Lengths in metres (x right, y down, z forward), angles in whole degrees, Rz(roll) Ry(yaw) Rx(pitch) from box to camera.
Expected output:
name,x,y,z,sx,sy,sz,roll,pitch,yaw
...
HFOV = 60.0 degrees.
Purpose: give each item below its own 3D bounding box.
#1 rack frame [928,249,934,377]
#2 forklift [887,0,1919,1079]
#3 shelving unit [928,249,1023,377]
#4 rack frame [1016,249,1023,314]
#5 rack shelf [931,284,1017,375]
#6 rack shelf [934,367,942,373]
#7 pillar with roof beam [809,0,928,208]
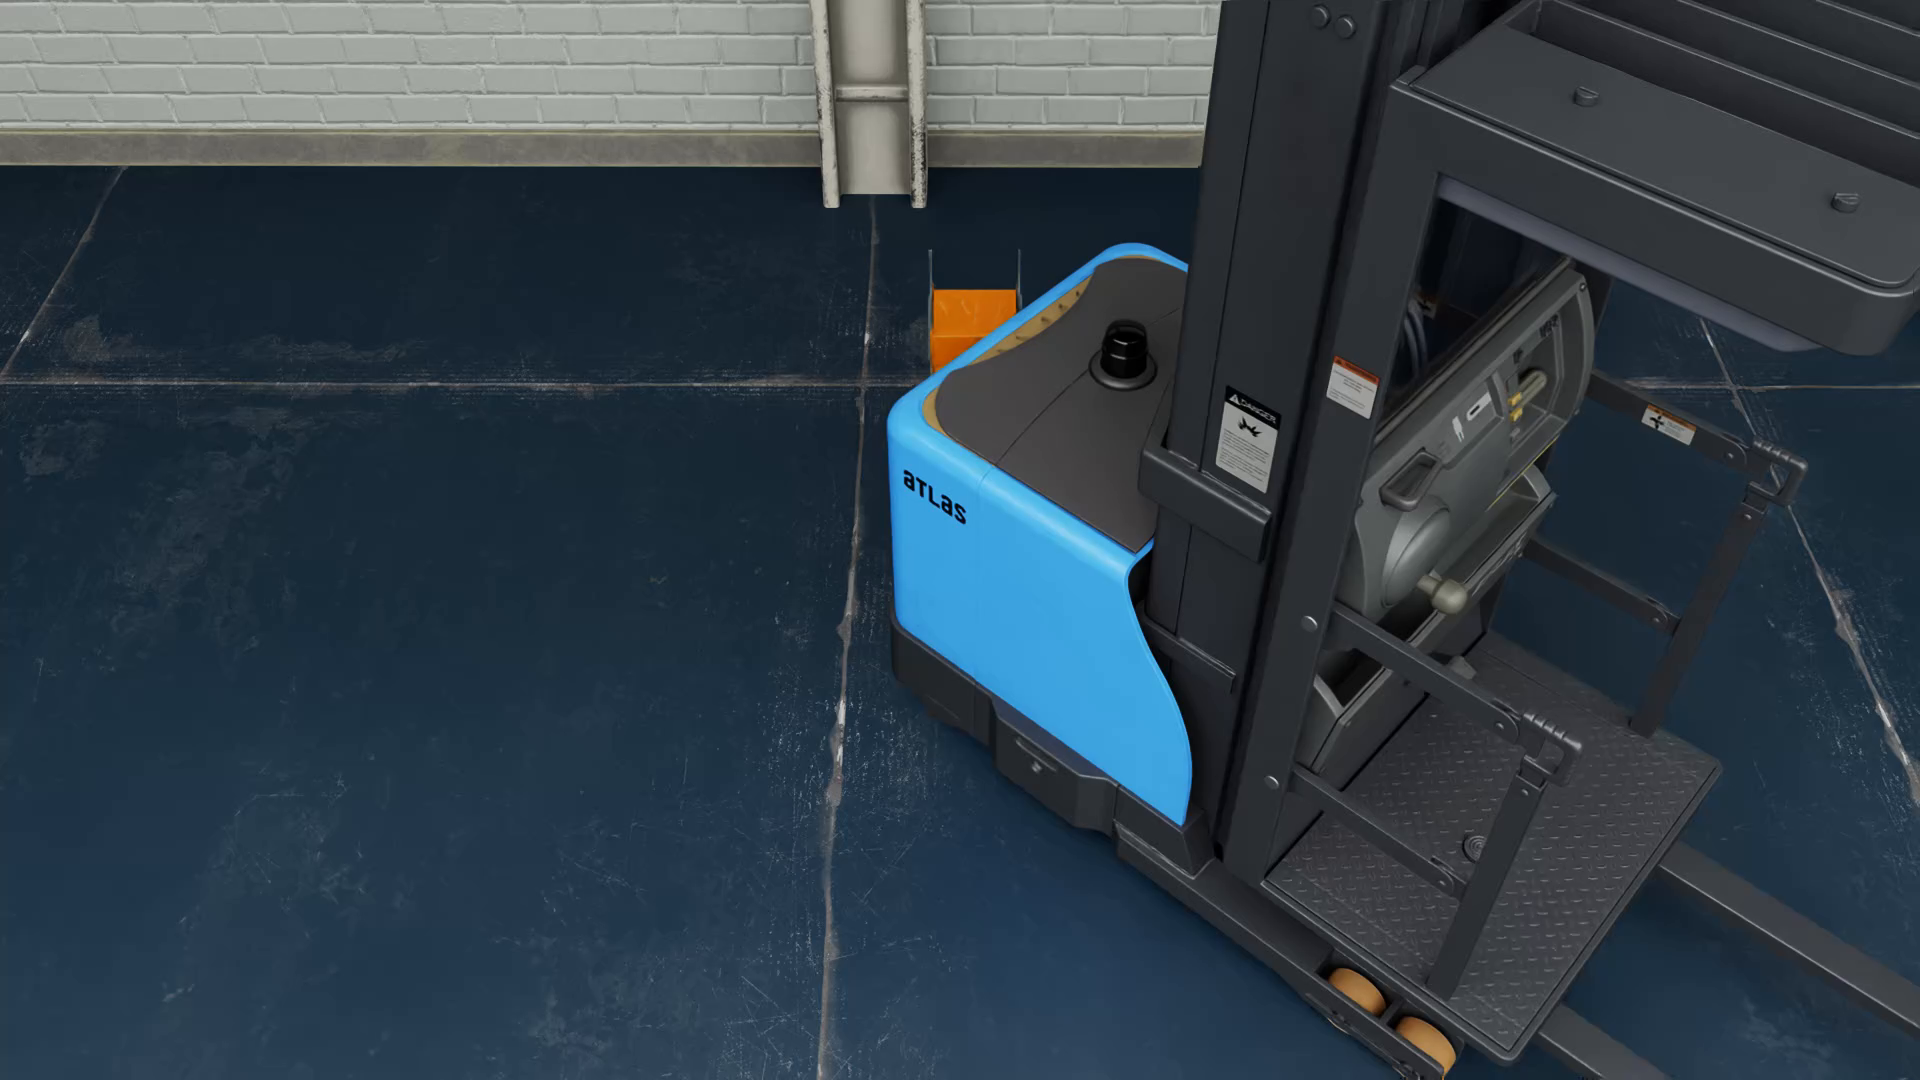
name,x,y,z,sx,sy,sz,roll,pitch,yaw
rack frame,-0.081,-0.366,4.873,0.008,1.050,0.200,0,47,0
forklift,1.232,-0.123,3.362,3.031,2.935,1.130,34,55,27
shelving unit,0.041,-0.366,4.873,0.252,1.050,0.215,0,47,0
rack frame,0.163,-0.366,4.873,0.008,1.050,0.200,0,47,0
rack shelf,0.041,-0.552,4.673,0.240,0.259,0.215,0,47,0
rack shelf,0.041,-0.359,4.881,0.240,0.259,0.215,0,47,0
pillar with roof beam,-0.344,-1.317,0.328,0.400,9.000,9.100,0,47,0
